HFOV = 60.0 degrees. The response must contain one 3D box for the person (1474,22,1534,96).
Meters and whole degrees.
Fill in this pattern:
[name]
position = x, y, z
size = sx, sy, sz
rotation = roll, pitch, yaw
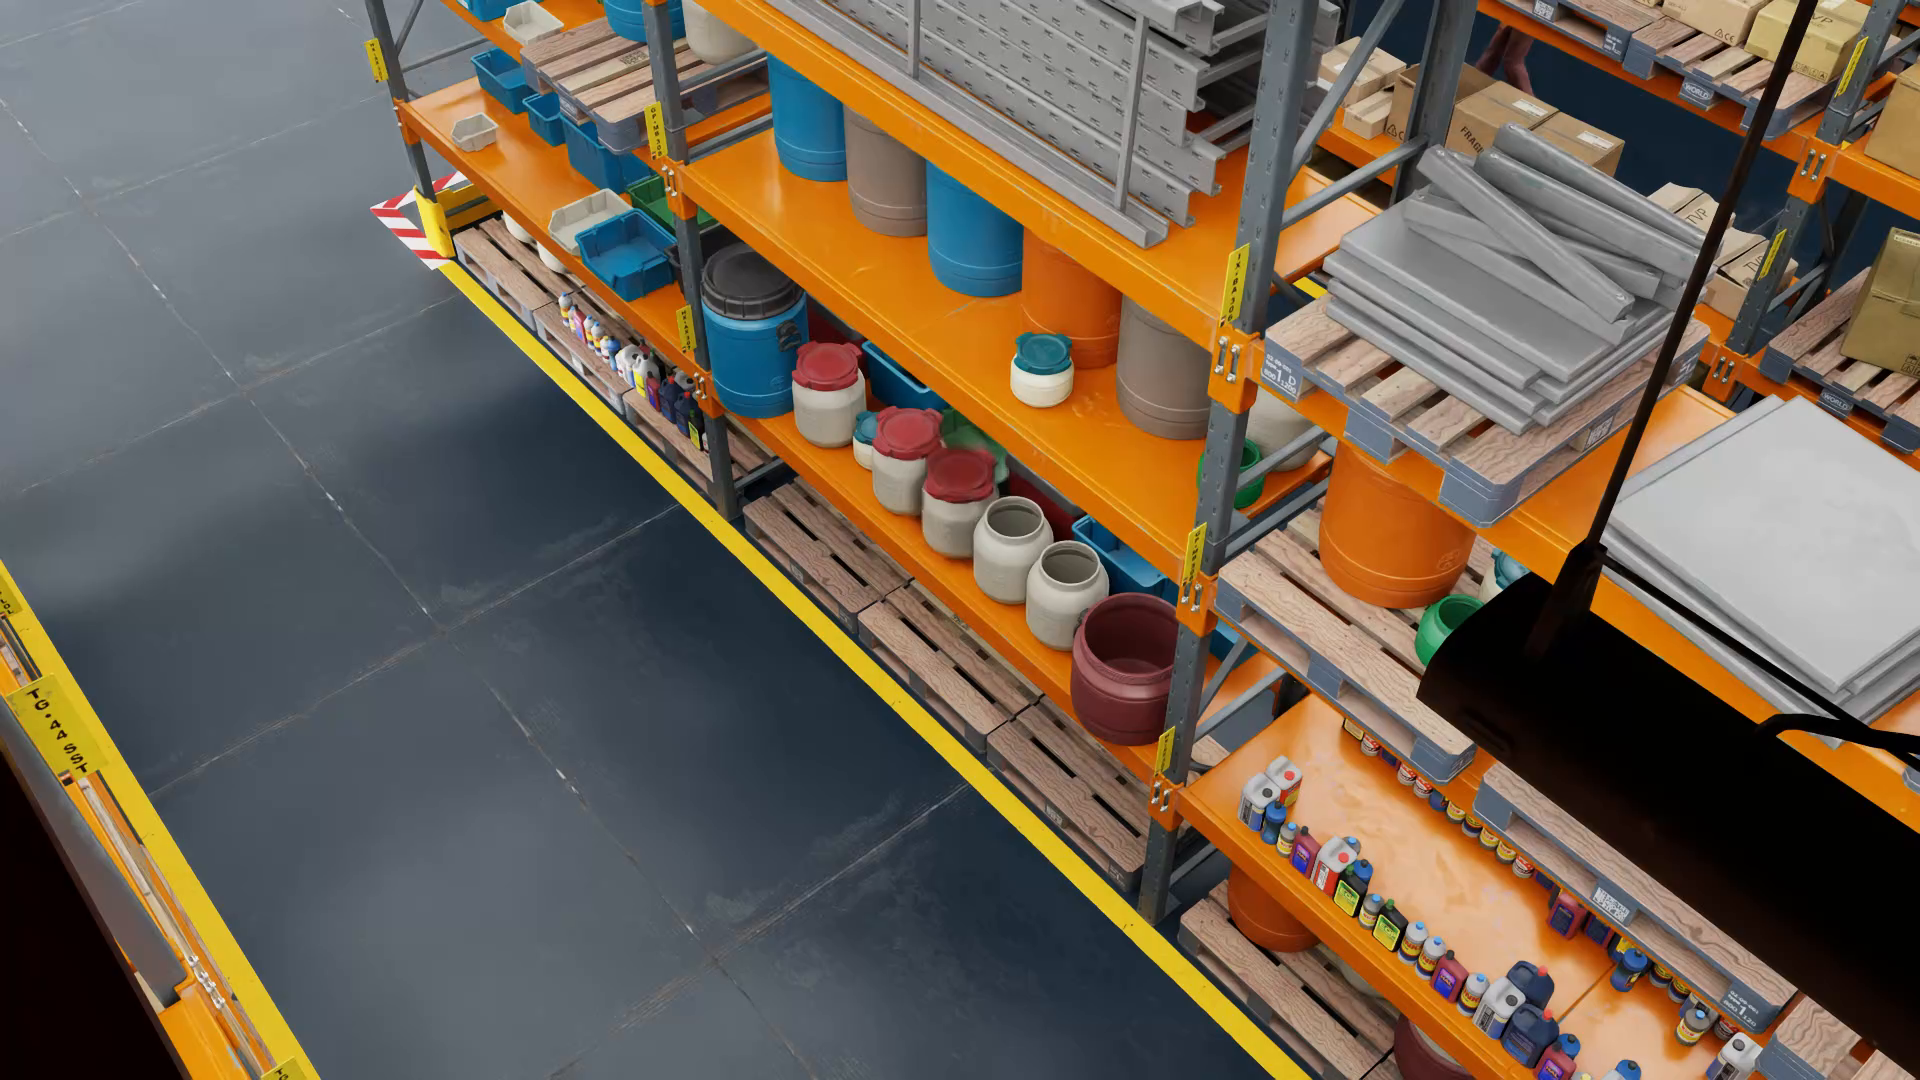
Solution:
[person]
position = 4.676, -4.414, 14.044
size = 0.762, 1.663, 0.472
rotation = 19, 49, 17
